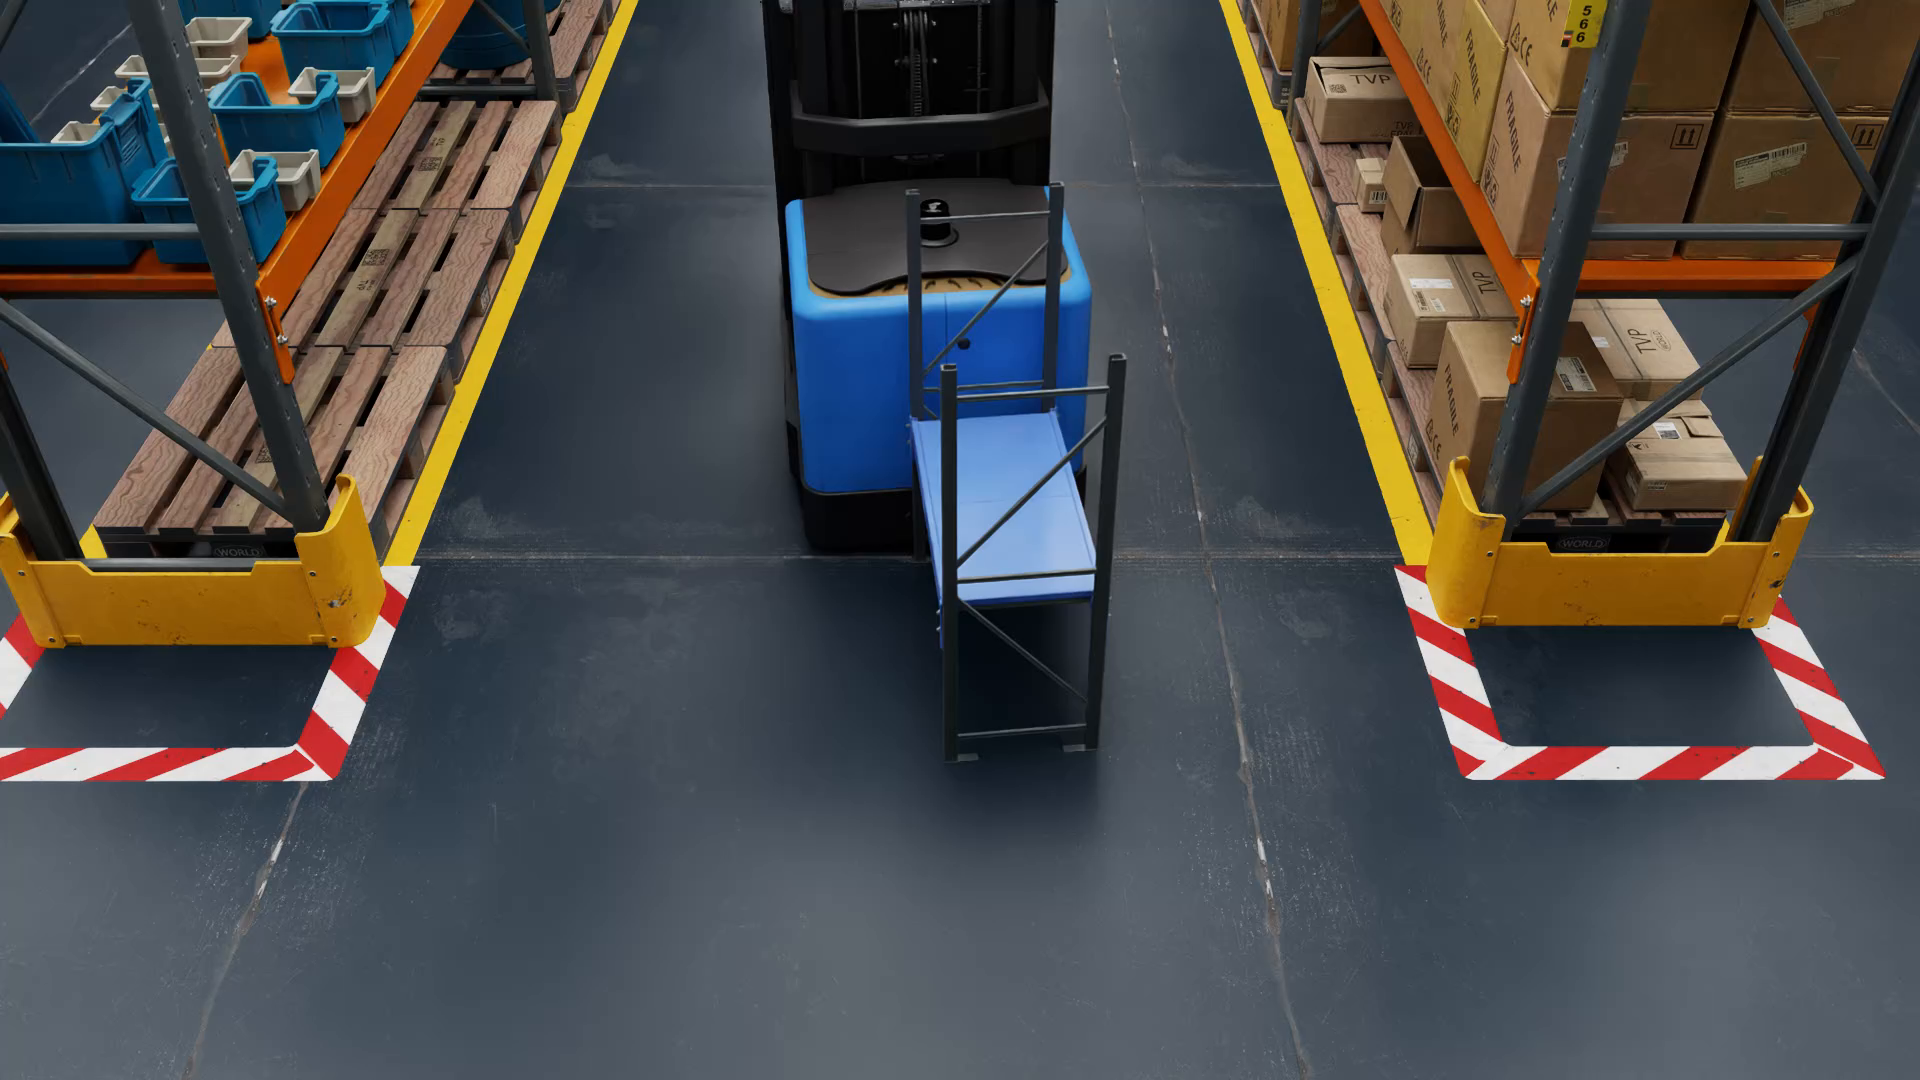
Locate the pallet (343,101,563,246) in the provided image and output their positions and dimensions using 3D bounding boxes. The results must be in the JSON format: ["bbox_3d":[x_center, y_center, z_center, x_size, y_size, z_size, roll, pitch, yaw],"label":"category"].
[{"bbox_3d":[-2.633,-1.871,8.416,1.003,0.211,1.213,0,39,0],"label":"pallet"}]

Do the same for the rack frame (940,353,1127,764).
[{"bbox_3d":[0.197,0.109,4.915,0.500,1.500,0.032,-4,39,-5],"label":"rack frame"}]

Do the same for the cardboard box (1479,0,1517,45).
[{"bbox_3d":[2.008,-1.942,5.395,0.500,0.500,0.500,1,39,1],"label":"cardboard box"}]

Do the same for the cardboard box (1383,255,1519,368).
[{"bbox_3d":[2.067,-0.951,6.886,0.500,0.250,0.500,0,39,0],"label":"cardboard box"}]

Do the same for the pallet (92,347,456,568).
[{"bbox_3d":[-2.630,-0.345,6.512,1.003,0.211,1.213,0,39,0],"label":"pallet"}]

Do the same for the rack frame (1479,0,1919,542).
[{"bbox_3d":[2.285,-0.919,4.998,1.000,3.000,0.127,0,39,0],"label":"rack frame"}]

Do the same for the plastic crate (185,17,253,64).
[{"bbox_3d":[-2.880,-1.888,6.371,0.298,0.136,0.250,0,39,0],"label":"plastic crate"}]

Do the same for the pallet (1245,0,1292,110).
[{"bbox_3d":[2.242,-2.841,9.626,1.003,0.211,1.213,0,39,0],"label":"pallet"}]

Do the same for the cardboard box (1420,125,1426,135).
[{"bbox_3d":[2.565,-2.260,8.319,0.500,0.500,0.500,0,39,0],"label":"cardboard box"}]

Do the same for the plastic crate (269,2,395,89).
[{"bbox_3d":[-2.341,-1.854,6.250,0.416,0.233,0.300,0,39,0],"label":"plastic crate"}]

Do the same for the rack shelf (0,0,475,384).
[{"bbox_3d":[-2.670,-1.888,6.782,1.077,0.370,4.000,0,39,0],"label":"rack shelf"}]

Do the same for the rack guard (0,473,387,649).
[{"bbox_3d":[-2.655,0.073,5.759,1.175,0.500,0.348,0,39,0],"label":"rack guard"}]

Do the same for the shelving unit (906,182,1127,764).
[{"bbox_3d":[0.138,-0.207,5.309,0.538,1.500,1.048,-4,39,-5],"label":"shelving unit"}]

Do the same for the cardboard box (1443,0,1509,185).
[{"bbox_3d":[2.009,-1.562,5.721,0.500,0.500,0.500,0,39,0],"label":"cardboard box"}]

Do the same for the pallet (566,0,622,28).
[{"bbox_3d":[-2.636,-3.578,10.546,1.003,0.211,1.213,0,39,0],"label":"pallet"}]

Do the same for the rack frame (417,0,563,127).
[{"bbox_3d":[-2.673,-3.419,8.118,1.000,3.000,0.127,0,39,0],"label":"rack frame"}]

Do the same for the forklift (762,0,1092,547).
[{"bbox_3d":[-0.218,-2.032,6.442,1.130,2.935,3.031,-4,39,-5],"label":"forklift"}]

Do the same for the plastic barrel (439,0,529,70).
[{"bbox_3d":[-2.656,-3.104,9.067,0.600,0.901,0.708,0,39,0],"label":"plastic barrel"}]

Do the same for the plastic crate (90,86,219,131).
[{"bbox_3d":[-2.836,-1.529,5.922,0.396,0.136,0.243,0,39,0],"label":"plastic crate"}]

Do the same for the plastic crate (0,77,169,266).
[{"bbox_3d":[-2.855,-1.164,5.228,0.616,0.435,0.499,0,39,0],"label":"plastic crate"}]

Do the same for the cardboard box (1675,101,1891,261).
[{"bbox_3d":[2.548,-1.235,5.313,0.500,0.500,0.500,1,39,1],"label":"cardboard box"}]

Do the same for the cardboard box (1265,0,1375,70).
[{"bbox_3d":[1.994,-2.925,9.148,0.500,0.500,0.500,0,39,0],"label":"cardboard box"}]

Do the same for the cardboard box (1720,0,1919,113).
[{"bbox_3d":[2.548,-1.626,5.000,0.500,0.500,0.500,1,39,1],"label":"cardboard box"}]

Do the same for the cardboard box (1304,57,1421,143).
[{"bbox_3d":[2.065,-2.280,8.495,0.500,0.311,0.500,0,39,0],"label":"cardboard box"}]

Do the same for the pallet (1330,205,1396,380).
[{"bbox_3d":[2.285,-1.138,7.501,1.003,0.211,1.213,0,39,0],"label":"pallet"}]

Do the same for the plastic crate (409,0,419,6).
[{"bbox_3d":[-2.370,-2.251,6.823,0.293,0.136,0.466,0,39,0],"label":"plastic crate"}]

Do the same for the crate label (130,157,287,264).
[{"bbox_3d":[-2.339,-1.030,5.223,0.416,0.233,0.303,0,39,0],"label":"crate label"}]

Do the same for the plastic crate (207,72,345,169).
[{"bbox_3d":[-2.340,-1.442,5.737,0.416,0.233,0.300,0,39,0],"label":"plastic crate"}]

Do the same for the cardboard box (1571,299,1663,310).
[{"bbox_3d":[2.567,-0.983,6.925,0.500,0.250,0.500,0,39,0],"label":"cardboard box"}]

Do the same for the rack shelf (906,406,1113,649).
[{"bbox_3d":[0.138,-0.067,5.421,0.538,0.185,1.000,-4,39,-5],"label":"rack shelf"}]

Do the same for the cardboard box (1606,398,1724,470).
[{"bbox_3d":[2.628,-0.403,6.268,0.380,0.166,0.250,0,39,0],"label":"cardboard box"}]

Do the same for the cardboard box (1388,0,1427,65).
[{"bbox_3d":[2.013,-2.189,6.503,0.500,0.500,0.500,-1,39,-1],"label":"cardboard box"}]
